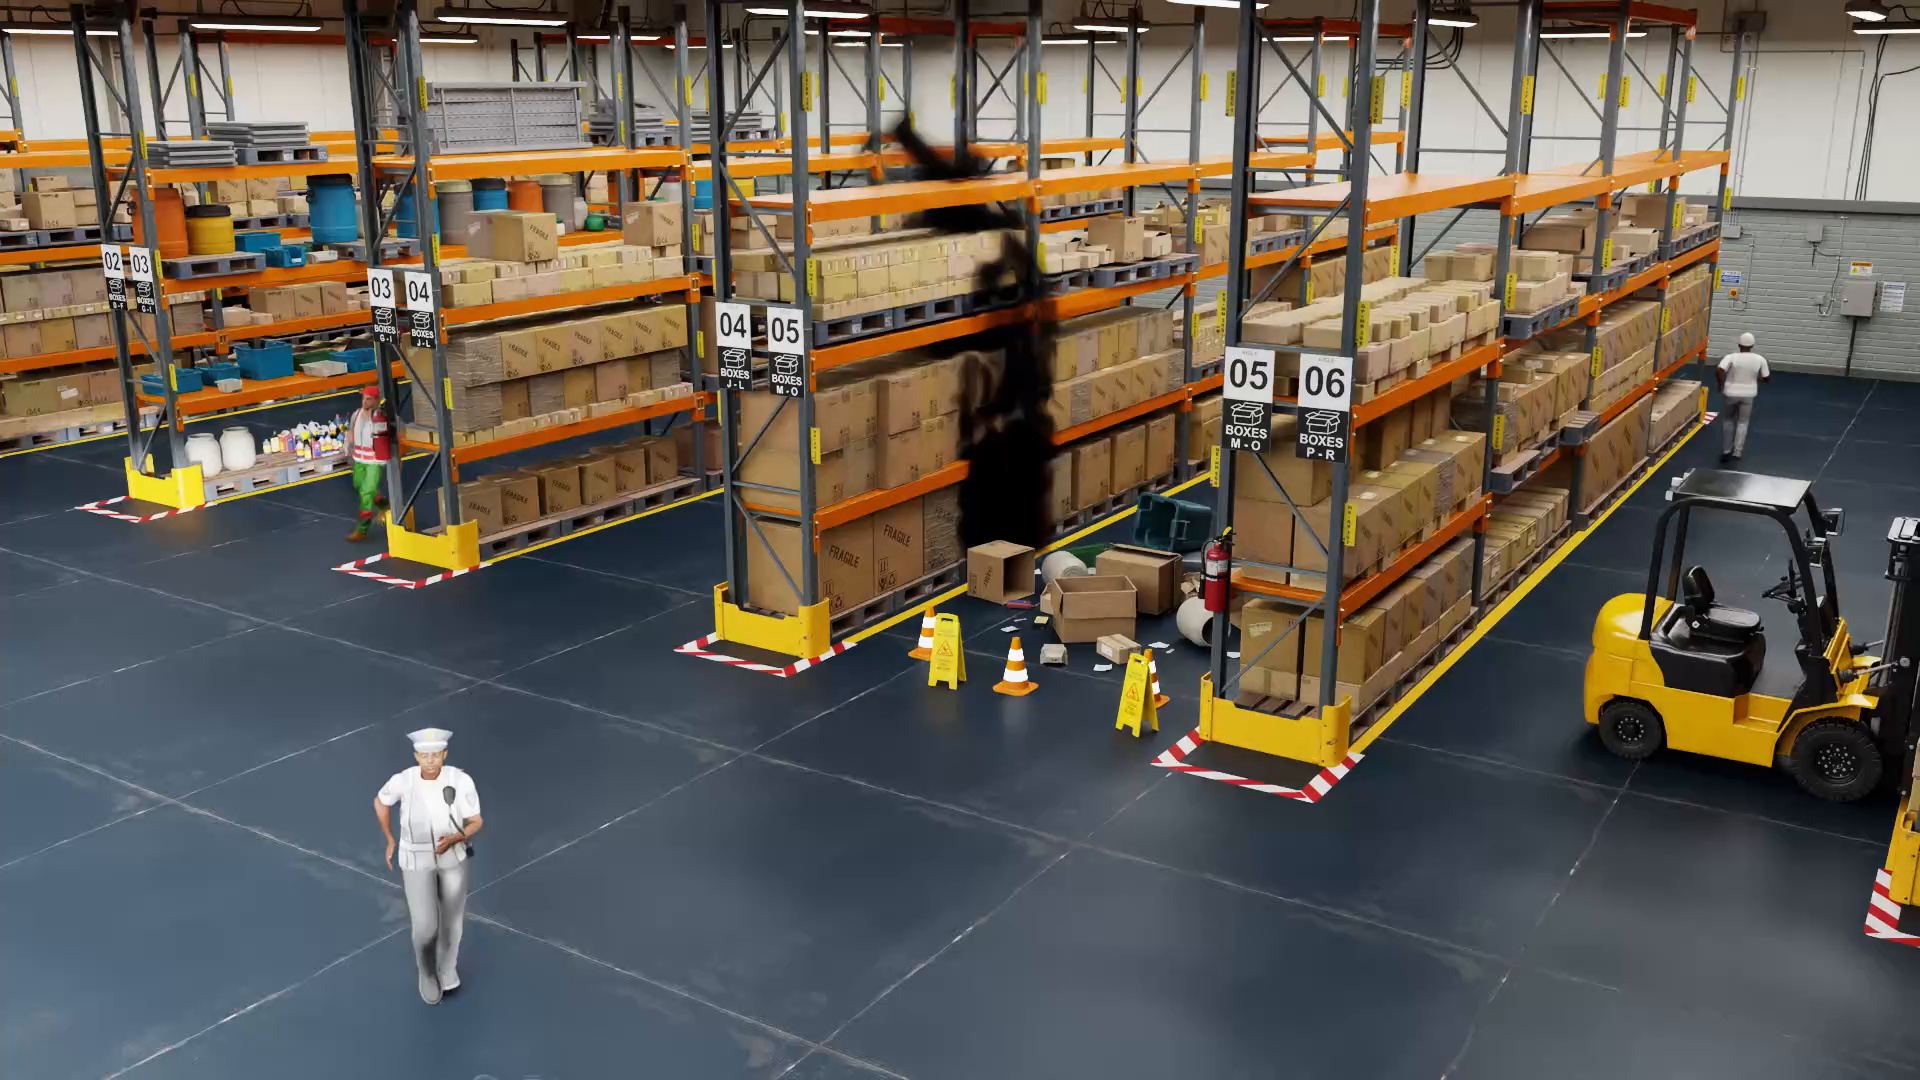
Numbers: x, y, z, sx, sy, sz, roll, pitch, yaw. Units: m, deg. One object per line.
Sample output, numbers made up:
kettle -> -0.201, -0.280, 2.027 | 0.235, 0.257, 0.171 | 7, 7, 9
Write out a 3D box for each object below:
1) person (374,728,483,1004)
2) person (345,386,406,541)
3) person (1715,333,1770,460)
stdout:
person -> -2.973, 1.849, 9.418 | 0.561, 1.680, 0.622 | -6, 17, -22
person -> -6.743, -0.909, 19.162 | 0.649, 1.763, 0.854 | 5, 16, 18
person -> 10.728, -1.953, 22.884 | 0.684, 1.809, 0.802 | 7, 17, 24
